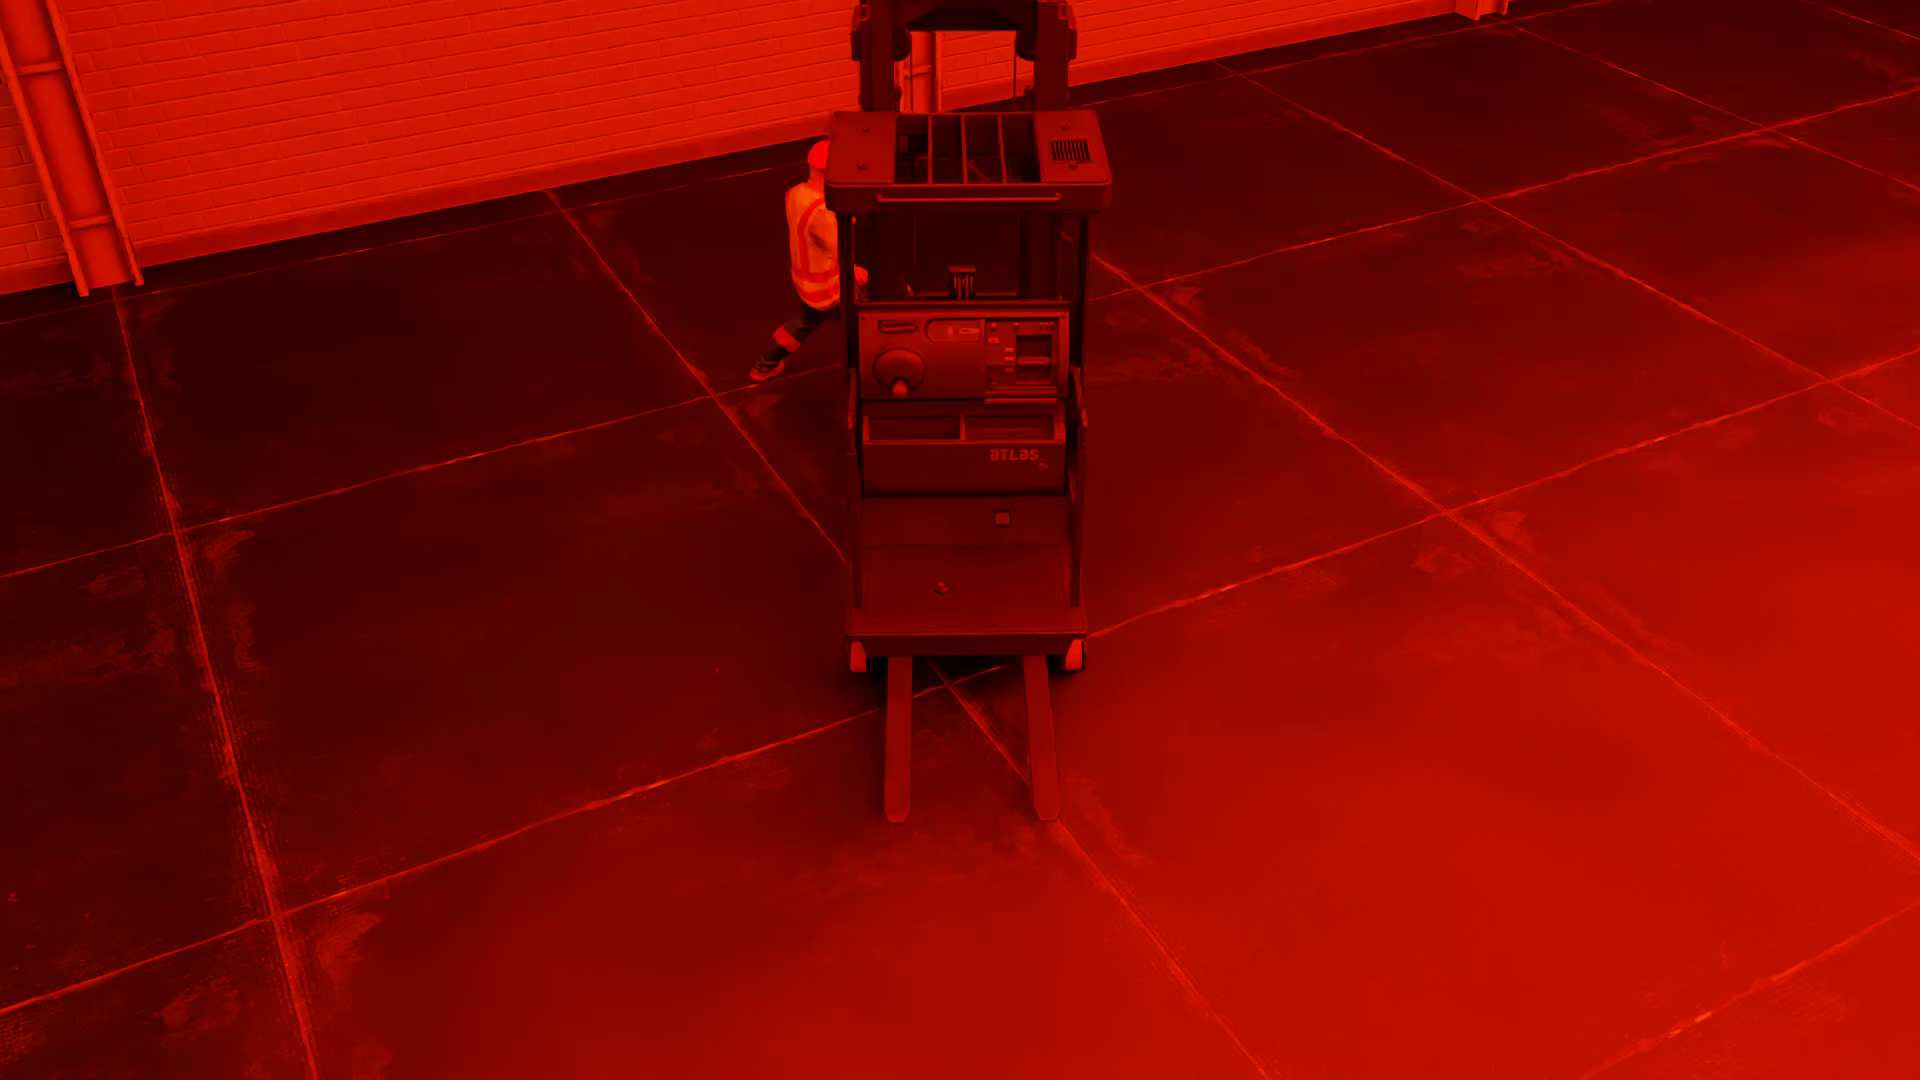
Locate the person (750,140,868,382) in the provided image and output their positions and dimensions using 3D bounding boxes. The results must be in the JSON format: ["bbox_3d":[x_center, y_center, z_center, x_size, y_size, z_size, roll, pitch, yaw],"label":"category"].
[{"bbox_3d":[-0.662,-1.515,9.447,0.995,1.608,1.042,-14,38,-19],"label":"person"}]

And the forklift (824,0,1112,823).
[{"bbox_3d":[0.023,-0.759,7.196,1.130,2.935,3.031,-1,35,-1],"label":"forklift"}]
